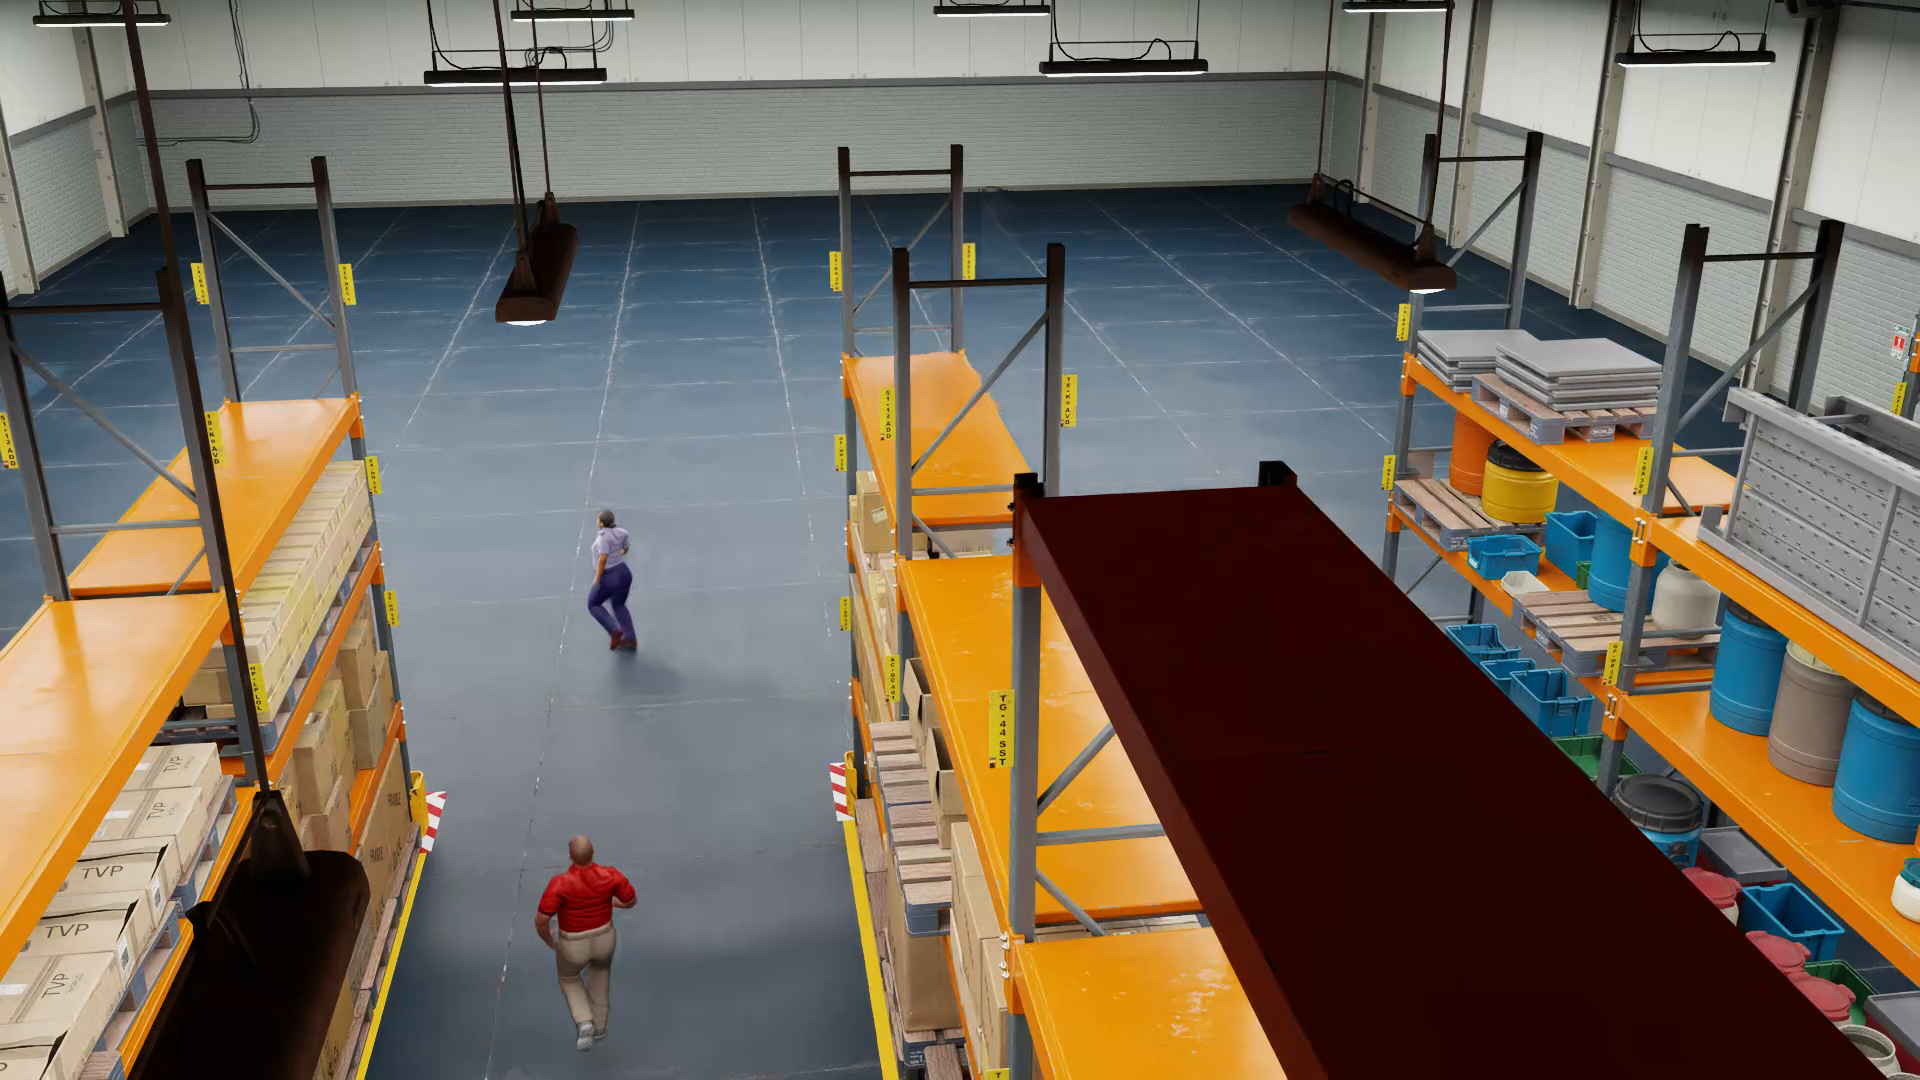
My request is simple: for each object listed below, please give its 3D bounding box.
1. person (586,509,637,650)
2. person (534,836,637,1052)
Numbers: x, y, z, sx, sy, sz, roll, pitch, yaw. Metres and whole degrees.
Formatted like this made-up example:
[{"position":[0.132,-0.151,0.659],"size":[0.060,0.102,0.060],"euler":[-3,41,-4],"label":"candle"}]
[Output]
[{"position":[-3.895,0.434,18.368],"size":[0.600,1.598,0.628],"euler":[13,25,29],"label":"person"},{"position":[-2.631,2.796,11.696],"size":[0.719,1.672,0.514],"euler":[-9,23,-23],"label":"person"}]
